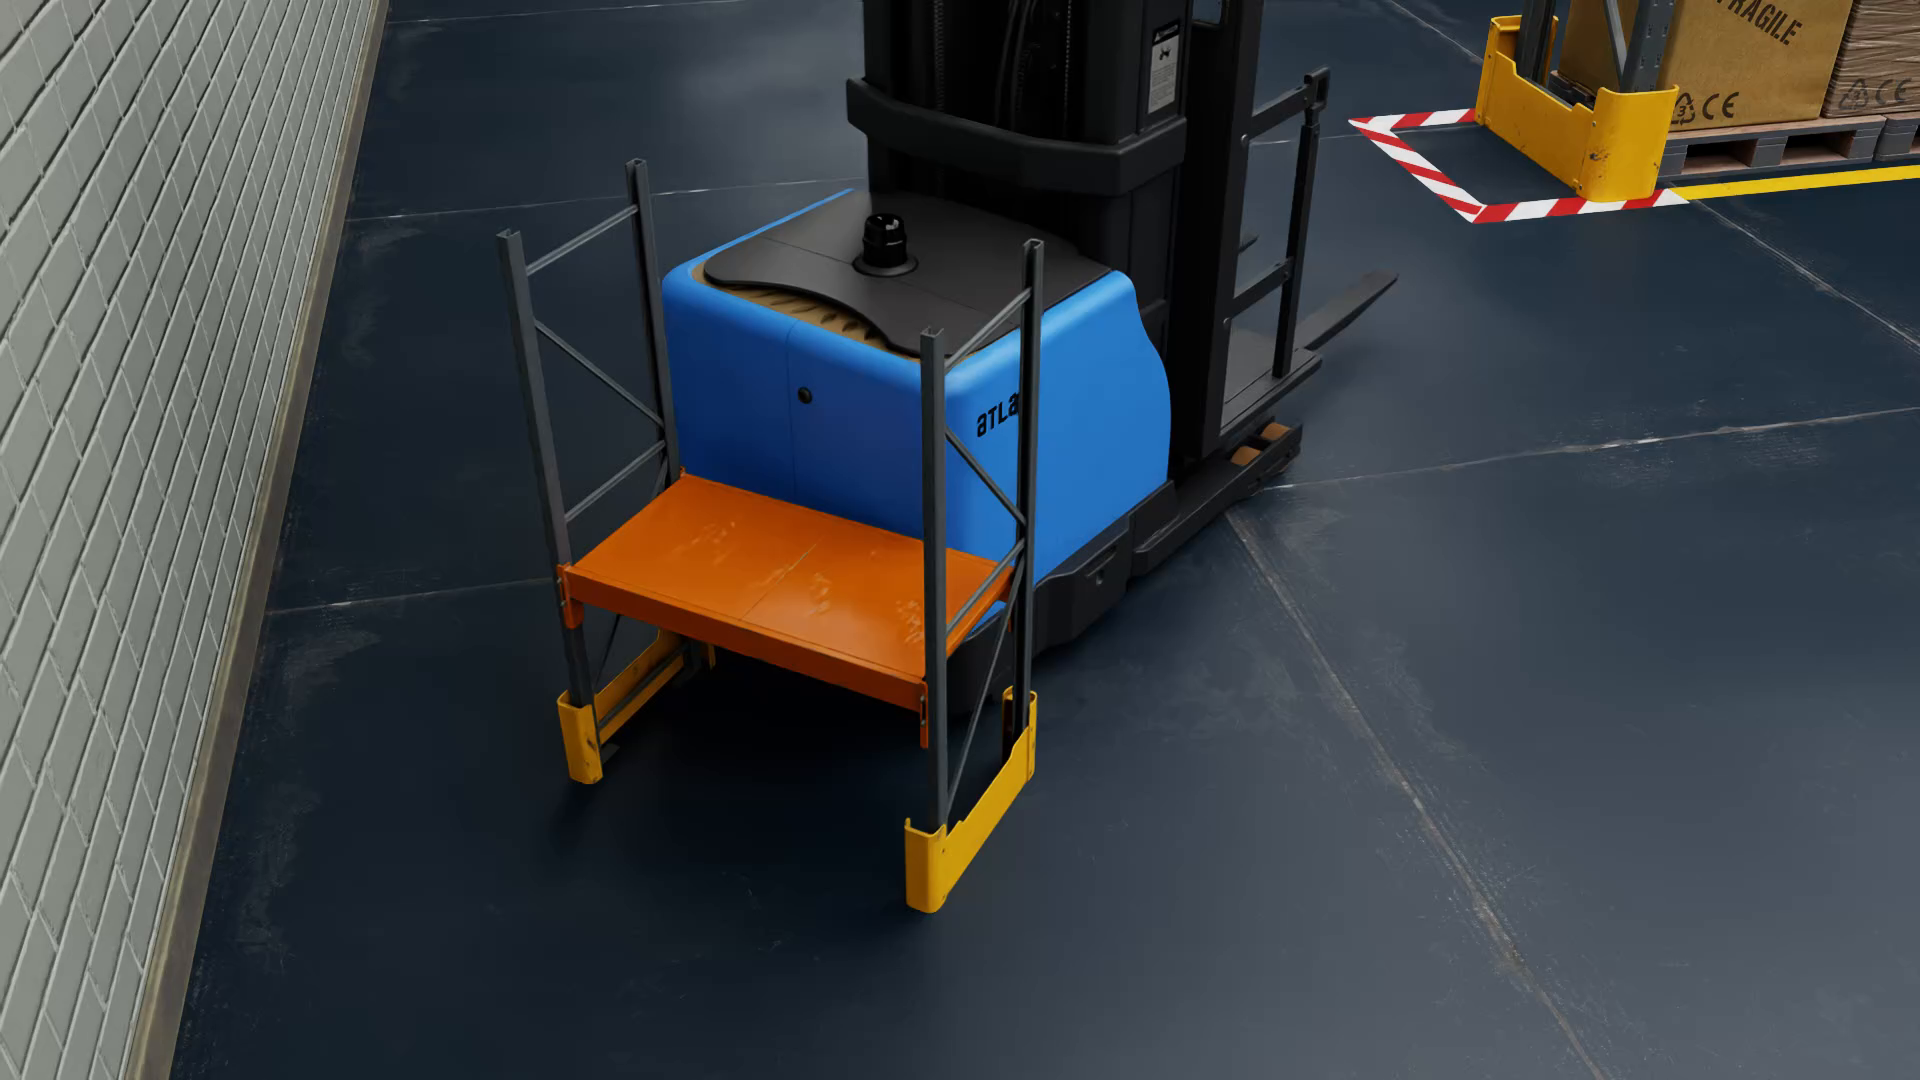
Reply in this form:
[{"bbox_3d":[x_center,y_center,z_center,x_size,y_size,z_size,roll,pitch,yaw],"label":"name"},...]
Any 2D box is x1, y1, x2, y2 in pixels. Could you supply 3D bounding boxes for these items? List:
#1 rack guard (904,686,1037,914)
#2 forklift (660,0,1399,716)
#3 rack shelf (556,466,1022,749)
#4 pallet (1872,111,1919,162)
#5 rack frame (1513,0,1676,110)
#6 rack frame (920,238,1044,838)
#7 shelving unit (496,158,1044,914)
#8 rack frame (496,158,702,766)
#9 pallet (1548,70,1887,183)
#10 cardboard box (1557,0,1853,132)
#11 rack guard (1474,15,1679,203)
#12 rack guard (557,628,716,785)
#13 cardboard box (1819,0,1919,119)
[{"bbox_3d":[0.033,0.628,4.089,0.087,0.250,0.587,16,37,22],"label":"rack guard"},{"bbox_3d":[0.492,-1.509,4.868,1.130,2.935,3.031,23,40,31],"label":"forklift"},{"bbox_3d":[-0.403,0.136,4.024,1.000,0.185,0.538,16,37,22],"label":"rack shelf"},{"bbox_3d":[4.860,-2.236,8.393,1.213,0.211,1.003,-7,35,-11],"label":"pallet"},{"bbox_3d":[2.909,-3.105,7.185,0.127,3.000,1.000,-7,35,-11],"label":"rack frame"},{"bbox_3d":[0.051,0.114,3.734,0.032,1.500,0.500,16,37,22],"label":"rack frame"},{"bbox_3d":[-0.411,-0.016,3.928,1.083,1.500,0.587,16,37,22],"label":"shelving unit"},{"bbox_3d":[-0.857,-0.141,4.115,0.032,1.500,0.500,16,37,22],"label":"rack frame"},{"bbox_3d":[3.672,-2.088,8.172,1.213,0.211,1.003,-7,35,-11],"label":"pallet"},{"bbox_3d":[3.516,-2.520,7.843,0.875,0.875,0.875,-7,35,-11],"label":"cardboard box"},{"bbox_3d":[2.886,-2.064,7.878,0.348,0.500,1.175,-7,35,-11],"label":"rack guard"},{"bbox_3d":[-0.856,0.378,4.462,0.087,0.250,0.587,16,37,22],"label":"rack guard"},{"bbox_3d":[4.404,-2.631,8.009,0.875,0.875,0.875,-7,35,-11],"label":"cardboard box"}]
